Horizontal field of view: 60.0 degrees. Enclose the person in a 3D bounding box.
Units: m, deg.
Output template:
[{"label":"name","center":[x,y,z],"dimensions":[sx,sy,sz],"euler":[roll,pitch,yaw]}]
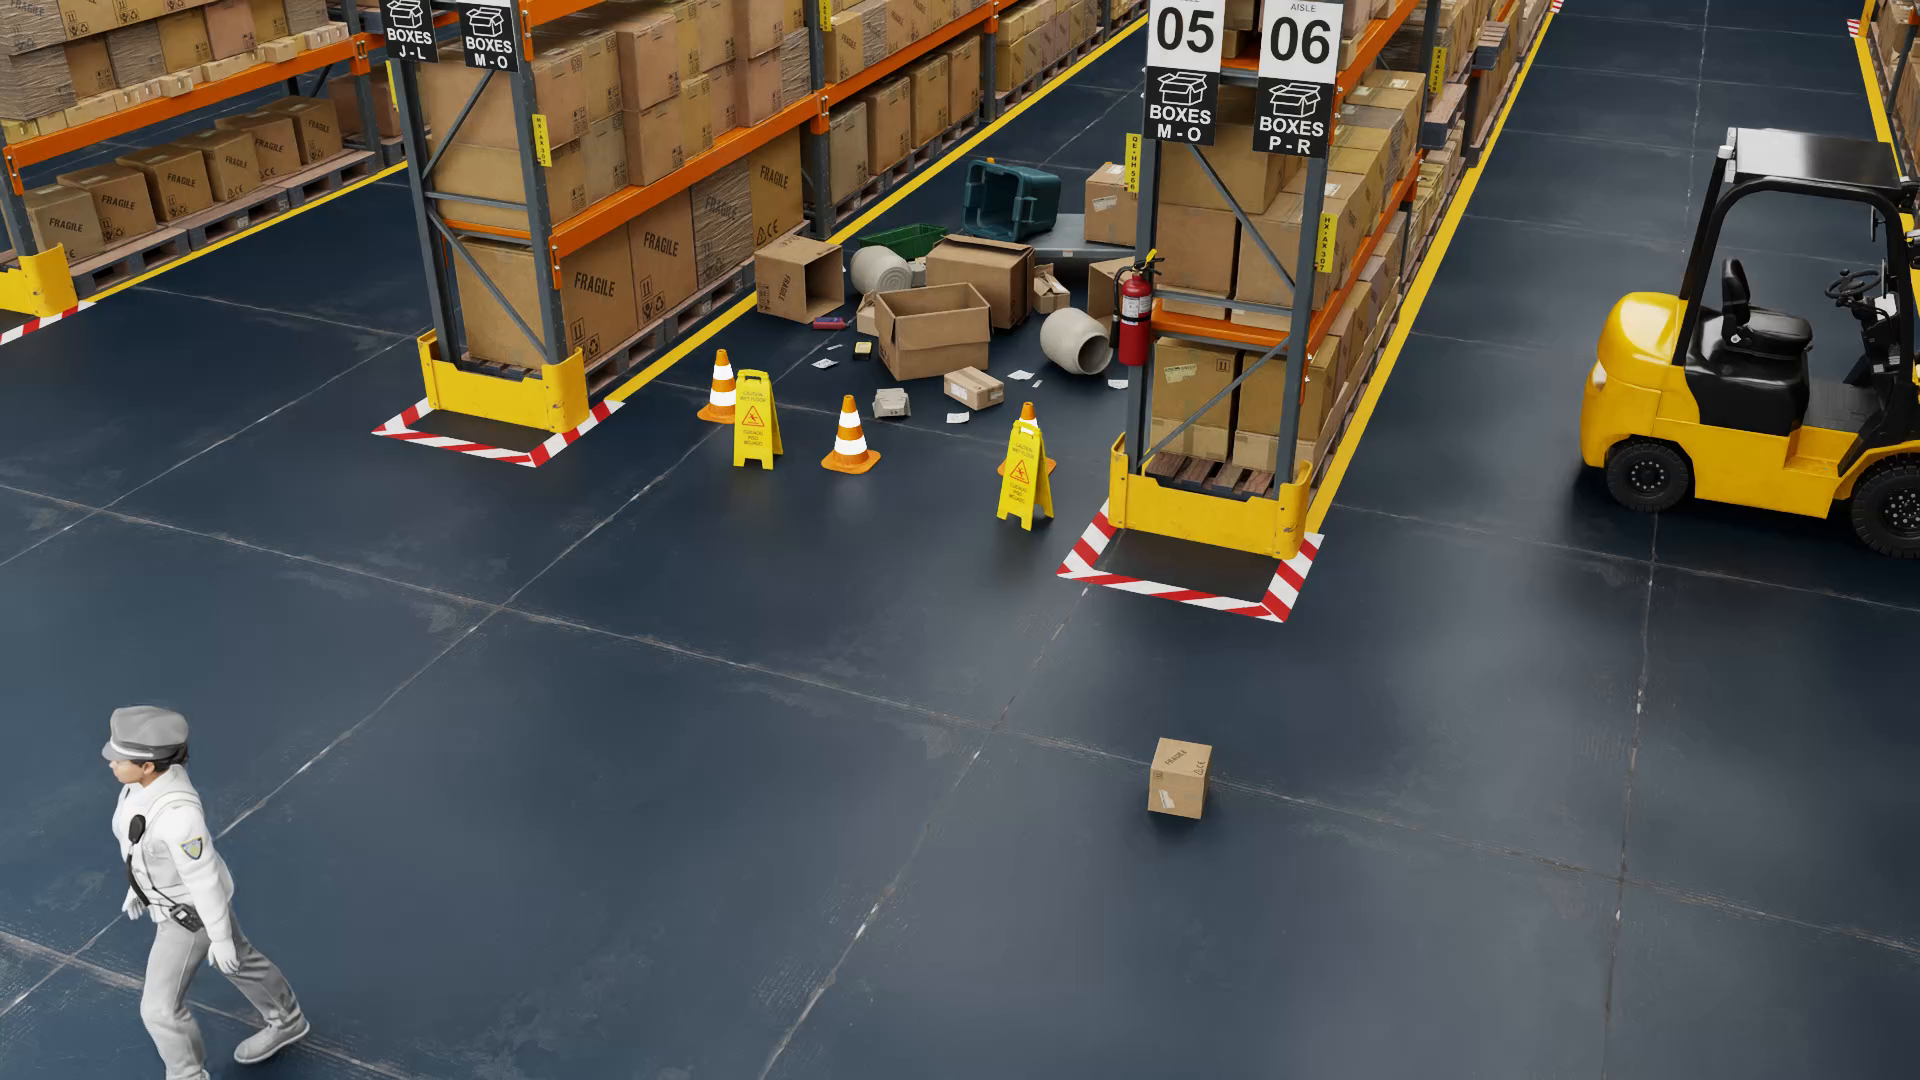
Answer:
[{"label":"person","center":[-2.823,1.354,6.022],"dimensions":[0.638,1.742,0.548],"euler":[-17,34,-27]}]
